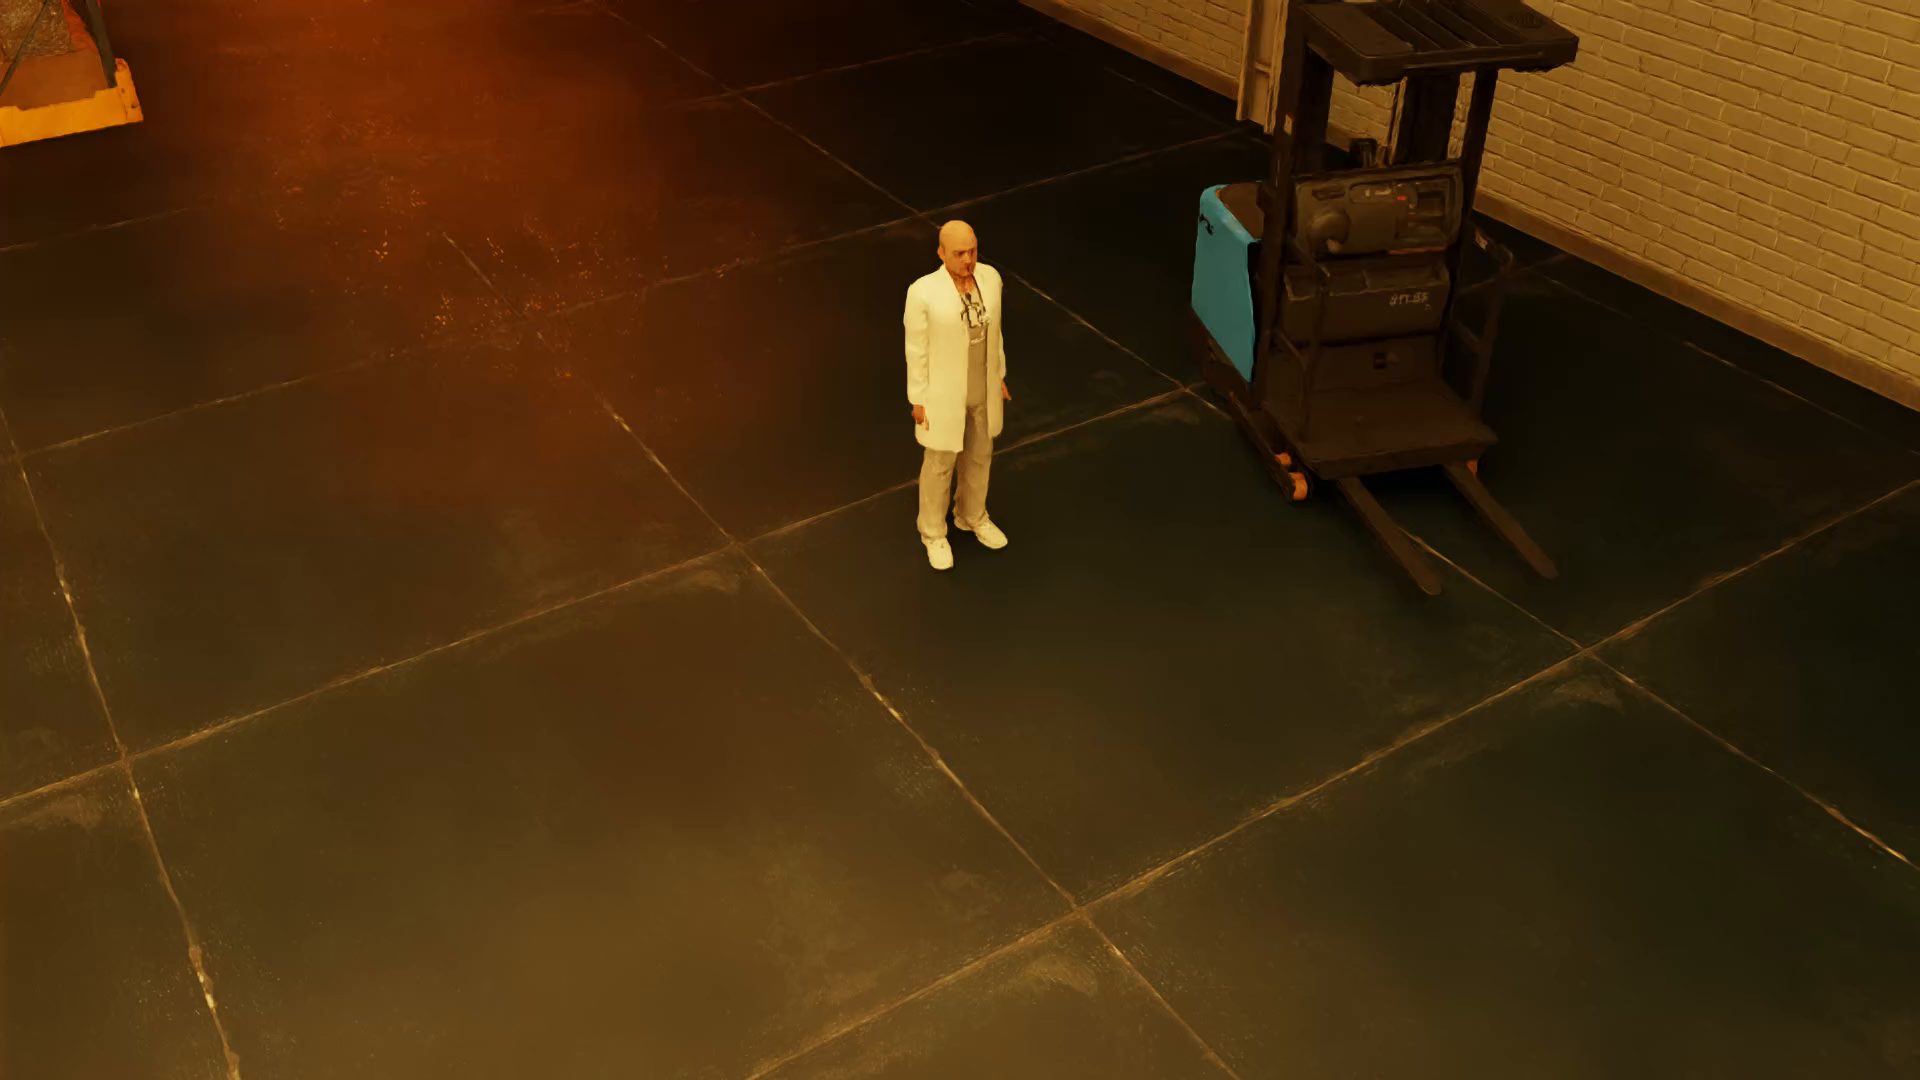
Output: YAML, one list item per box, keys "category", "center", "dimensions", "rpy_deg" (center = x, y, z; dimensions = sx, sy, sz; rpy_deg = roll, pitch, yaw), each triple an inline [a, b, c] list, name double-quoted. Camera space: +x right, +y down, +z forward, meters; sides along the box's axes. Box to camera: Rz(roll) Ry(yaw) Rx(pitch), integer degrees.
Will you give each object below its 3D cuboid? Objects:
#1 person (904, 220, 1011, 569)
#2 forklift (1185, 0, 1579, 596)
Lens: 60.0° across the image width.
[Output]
- category: "person"
  center: [0.016, -0.718, 8.167]
  dimensions: [0.558, 1.783, 0.377]
  rpy_deg: [-21, 40, -27]
- category: "forklift"
  center: [2.232, -1.646, 8.491]
  dimensions: [1.130, 2.935, 3.031]
  rpy_deg: [-8, 36, -11]
